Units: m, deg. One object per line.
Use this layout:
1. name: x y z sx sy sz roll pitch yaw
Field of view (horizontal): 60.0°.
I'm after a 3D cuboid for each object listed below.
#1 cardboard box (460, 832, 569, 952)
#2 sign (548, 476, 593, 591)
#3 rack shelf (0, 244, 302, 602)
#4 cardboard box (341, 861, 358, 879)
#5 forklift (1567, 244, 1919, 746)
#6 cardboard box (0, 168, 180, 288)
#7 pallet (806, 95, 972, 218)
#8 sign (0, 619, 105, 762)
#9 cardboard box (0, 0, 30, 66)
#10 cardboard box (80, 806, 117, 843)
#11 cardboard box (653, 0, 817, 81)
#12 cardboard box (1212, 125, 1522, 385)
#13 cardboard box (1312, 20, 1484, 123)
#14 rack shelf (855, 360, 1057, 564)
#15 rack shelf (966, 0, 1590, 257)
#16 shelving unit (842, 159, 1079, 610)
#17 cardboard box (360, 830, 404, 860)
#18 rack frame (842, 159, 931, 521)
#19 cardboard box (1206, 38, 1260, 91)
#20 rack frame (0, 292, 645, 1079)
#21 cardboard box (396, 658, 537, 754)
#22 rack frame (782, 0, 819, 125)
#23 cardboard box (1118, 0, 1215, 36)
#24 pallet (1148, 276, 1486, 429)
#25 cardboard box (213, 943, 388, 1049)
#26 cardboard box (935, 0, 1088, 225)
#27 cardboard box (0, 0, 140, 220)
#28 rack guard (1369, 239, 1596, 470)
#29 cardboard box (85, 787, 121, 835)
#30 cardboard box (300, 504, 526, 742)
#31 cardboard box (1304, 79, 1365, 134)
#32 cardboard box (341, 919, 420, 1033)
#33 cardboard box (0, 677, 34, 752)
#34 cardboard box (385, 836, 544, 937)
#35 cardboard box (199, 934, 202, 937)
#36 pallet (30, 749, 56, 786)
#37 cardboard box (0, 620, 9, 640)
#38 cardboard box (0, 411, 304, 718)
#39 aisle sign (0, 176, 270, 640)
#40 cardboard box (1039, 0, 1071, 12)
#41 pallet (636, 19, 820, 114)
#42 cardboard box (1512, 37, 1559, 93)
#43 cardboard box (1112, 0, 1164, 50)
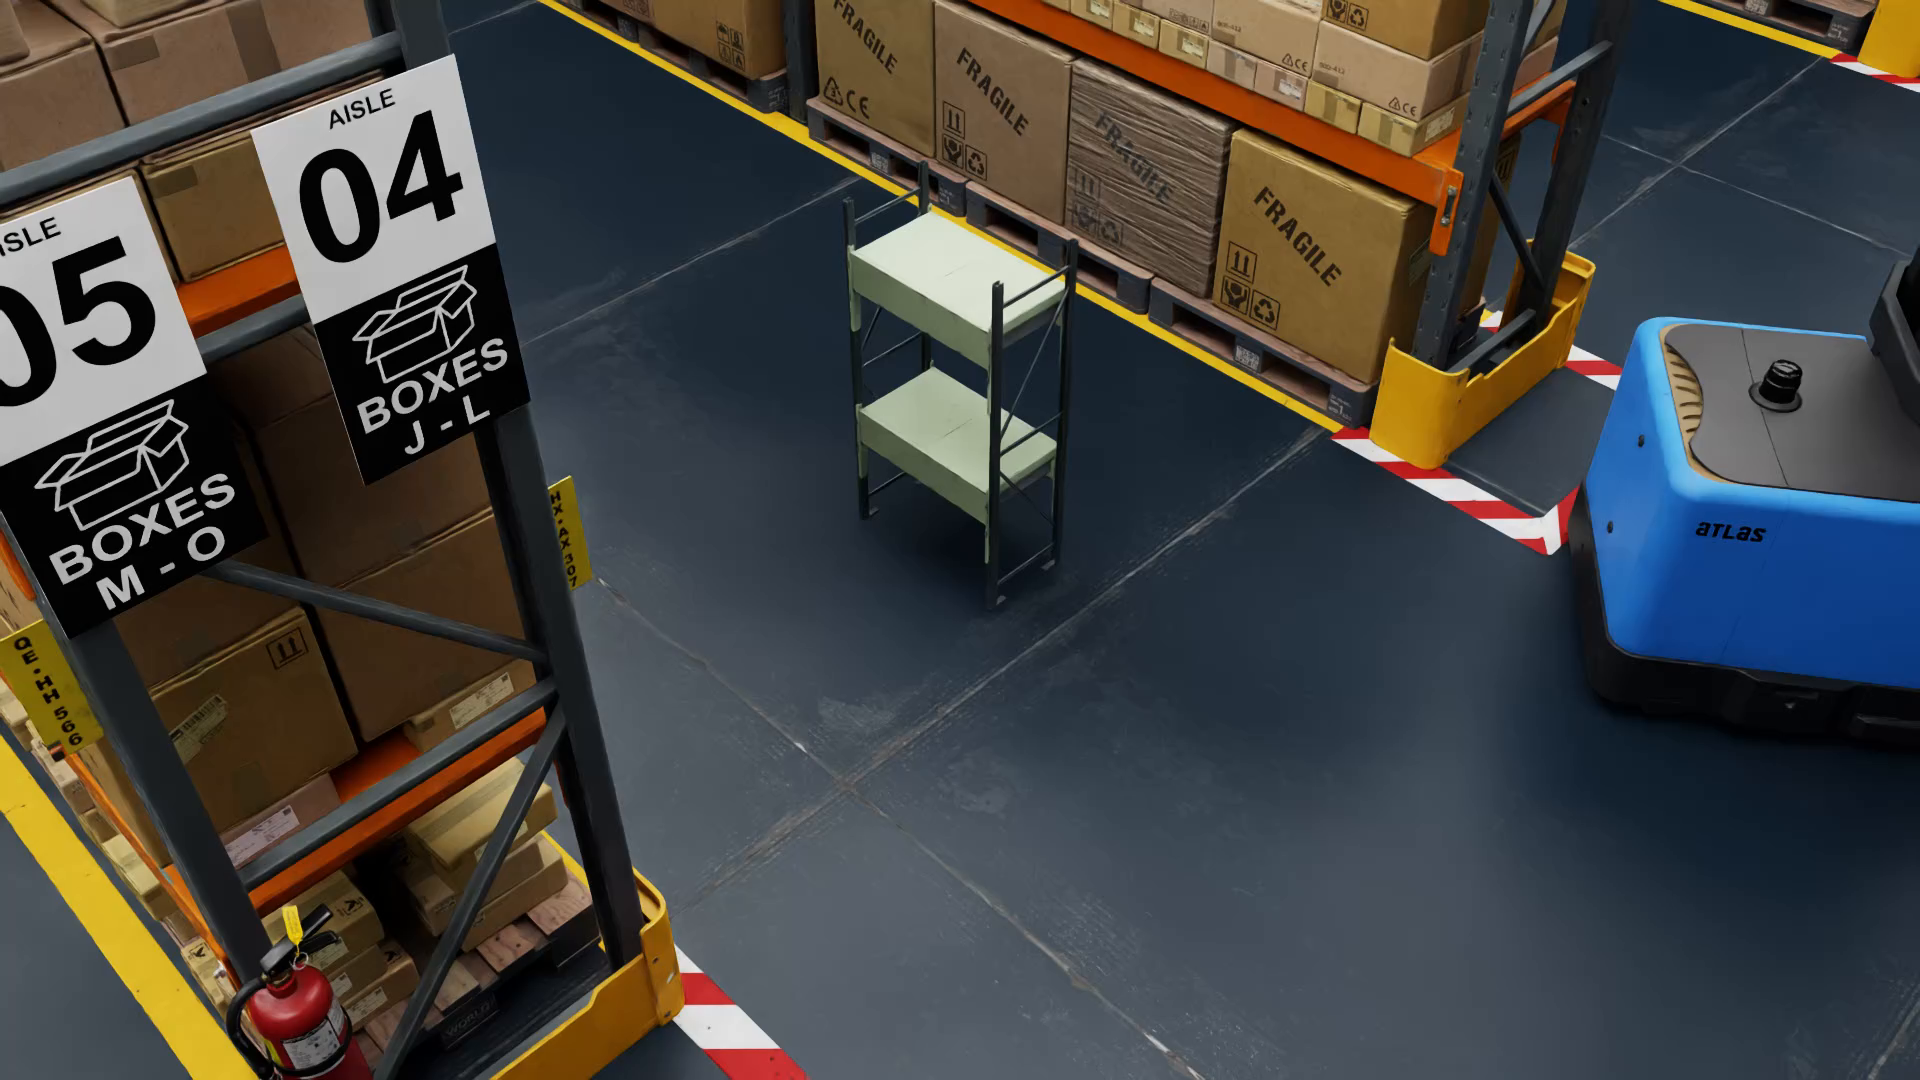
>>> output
1. cardboard box: -1.456 1.061 5.183 0.380 0.149 0.250 -33 52 -31
2. sign: -0.929 -0.005 3.907 0.100 0.325 0.005 -34 53 -31
3. rack shelf: -2.725 -1.225 4.185 1.077 0.370 4.000 -34 53 -31
4. cardboard box: -2.003 0.966 4.847 0.380 0.149 0.250 -33 52 -31
5. forklift: 3.867 -0.620 5.261 3.031 2.935 1.130 7 43 7
6. cardboard box: -1.821 -0.565 3.052 0.500 0.250 0.500 33 52 31
7. pallet: -0.073 -2.250 9.030 1.003 0.211 1.213 -34 53 -31
8. sign: -1.720 0.288 3.142 0.100 0.325 0.005 -34 53 -31
9. cardboard box: -1.756 -0.822 2.668 0.250 0.149 0.380 34 52 31
10. cardboard box: -2.631 0.749 5.302 0.380 0.149 0.250 -33 52 -31
11. cardboard box: -1.021 -3.349 9.420 1.225 0.875 0.875 -34 52 -31
12. cardboard box: 1.762 -1.398 7.309 0.875 0.875 0.875 -34 53 -31
13. cardboard box: 1.740 -1.915 6.504 0.500 0.250 0.500 33 52 31
14. rack shelf: -0.005 -0.315 6.466 0.431 0.370 0.720 -34 53 -31
15. rack shelf: 0.858 -2.452 7.723 1.077 0.370 4.000 -34 53 -31
16. shelving unit: -0.005 -0.554 6.244 0.431 1.500 0.755 -34 53 -31
17. cardboard box: -1.722 0.758 5.072 0.380 0.149 0.250 -33 52 -31
18. rack frame: -0.263 -0.730 6.435 0.400 1.500 0.023 -34 53 -31
19. cardboard box: 1.248 -2.043 6.935 0.380 0.149 0.250 -33 52 -31
20. rack frame: -1.313 0.573 3.919 1.000 3.000 0.127 -34 53 -31
21. cardboard box: -1.310 0.353 4.343 0.250 0.149 0.380 34 52 31
22. rack frame: -0.555 -3.677 8.519 1.000 3.000 0.127 -34 53 -31
23. cardboard box: 1.023 -2.404 7.032 0.500 0.250 0.500 32 52 30
24. pallet: 1.650 -1.078 7.761 1.003 0.211 1.213 -34 53 -31
25. cardboard box: -1.888 1.240 4.770 0.250 0.149 0.380 33 52 30
26. cardboard box: 0.490 -2.263 8.245 0.875 0.875 0.875 -34 53 -31
27. cardboard box: -1.818 -0.756 2.890 0.500 0.250 0.500 33 52 30
28. rack guard: 2.287 -0.826 7.275 1.175 0.500 0.348 -34 53 -31
29. cardboard box: -2.414 0.748 5.083 0.250 0.149 0.380 32 52 30
30. cardboard box: -1.434 0.079 4.161 0.500 0.500 0.500 -32 51 -30
31. cardboard box: 1.601 -1.800 6.673 0.380 0.149 0.250 -34 52 -31
32. cardboard box: -1.832 1.313 4.910 0.380 0.149 0.250 -33 52 -31
33. cardboard box: -3.013 0.497 5.573 0.380 0.149 0.250 -34 52 -31
34. cardboard box: -1.501 0.982 5.049 0.380 0.149 0.250 -32 51 -30
35. cardboard box: -2.211 1.070 5.173 0.250 0.149 0.380 34 52 31
36. pallet: -2.773 0.568 5.980 1.003 0.211 1.213 -34 53 -31
37. cardboard box: -2.173 0.085 4.155 0.500 0.500 0.500 33 52 31
38. cardboard box: -1.812 -0.041 3.554 0.500 0.500 0.500 33 52 31
39. aisle sign: -1.474 -0.203 2.843 0.394 0.787 0.004 -34 53 -31
40. cardboard box: 0.521 -2.535 7.468 0.250 0.149 0.380 33 52 30
41. pallet: -1.153 -2.988 9.828 1.003 0.211 1.213 -34 53 -31
42. cardboard box: 2.253 -1.992 6.880 0.380 0.149 0.250 -33 52 -31
43. cardboard box: 0.880 -2.291 7.204 0.380 0.149 0.250 -34 52 -31
